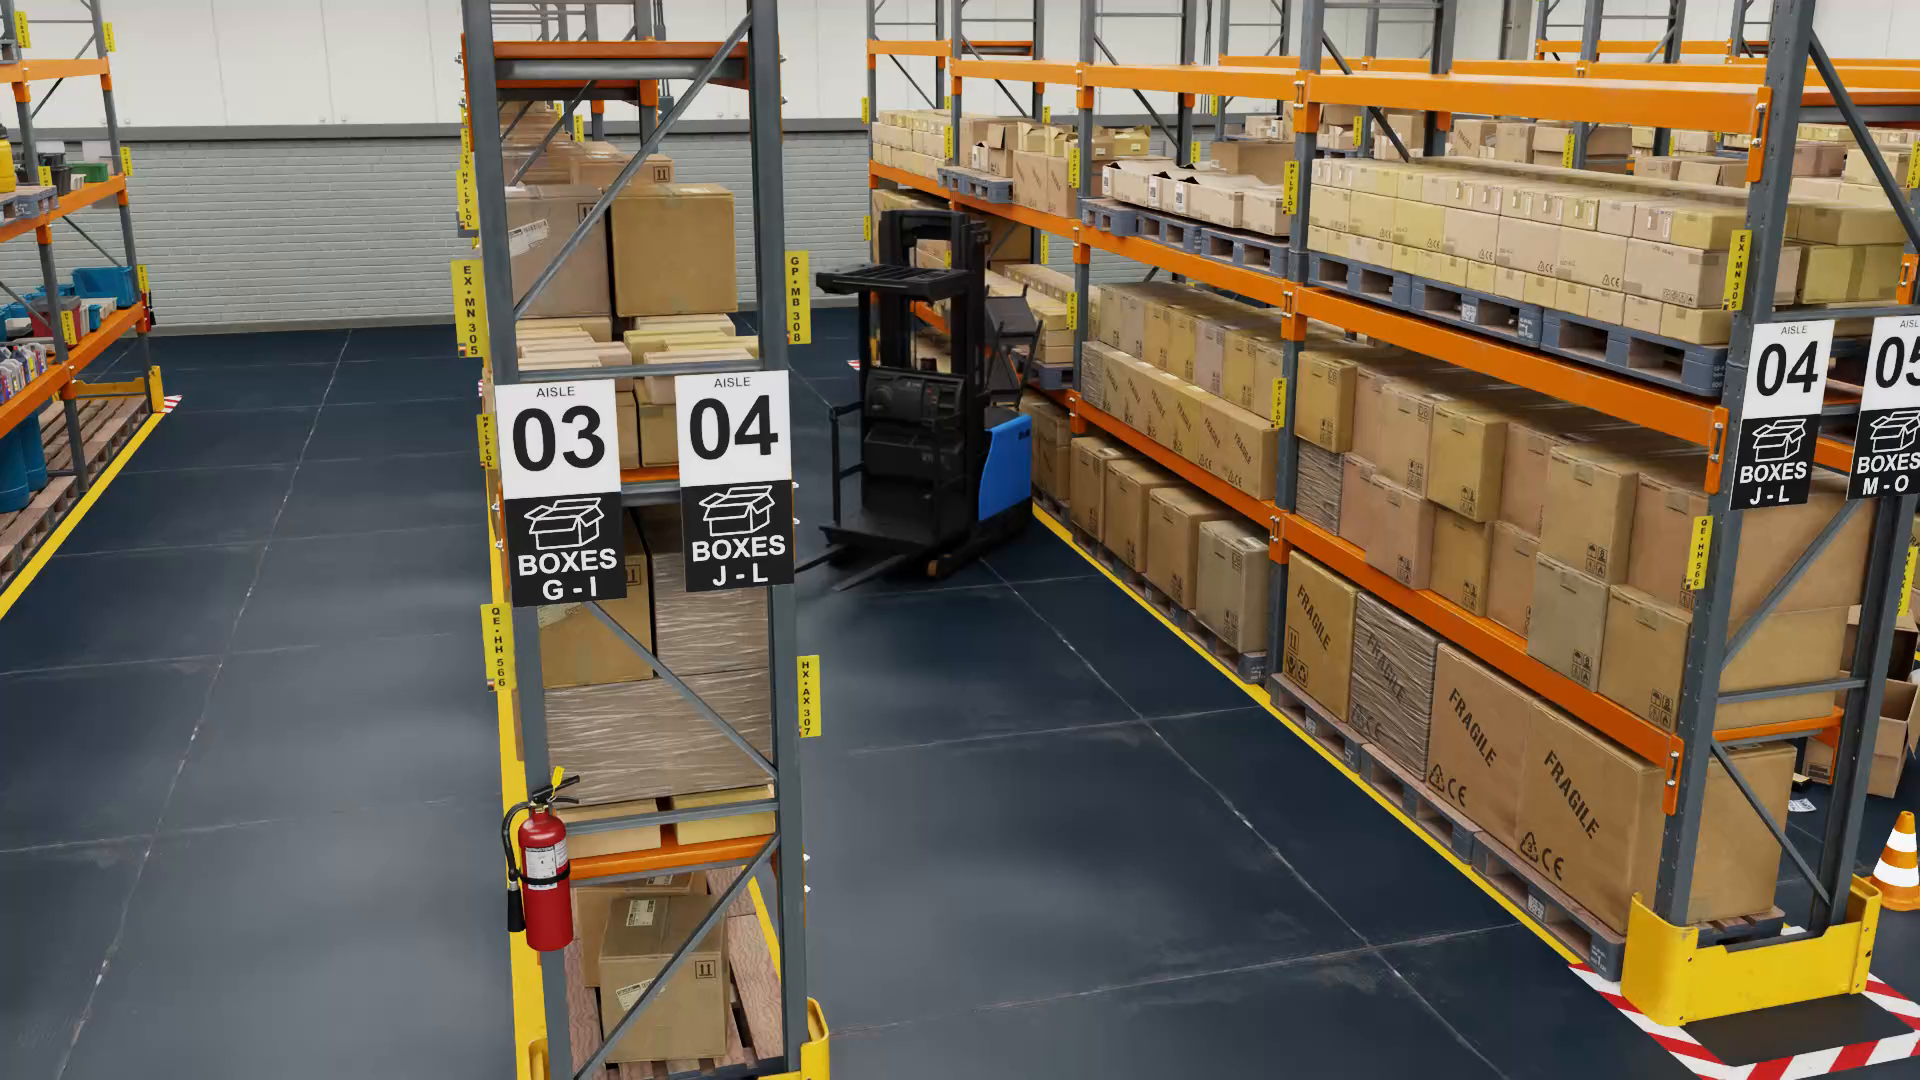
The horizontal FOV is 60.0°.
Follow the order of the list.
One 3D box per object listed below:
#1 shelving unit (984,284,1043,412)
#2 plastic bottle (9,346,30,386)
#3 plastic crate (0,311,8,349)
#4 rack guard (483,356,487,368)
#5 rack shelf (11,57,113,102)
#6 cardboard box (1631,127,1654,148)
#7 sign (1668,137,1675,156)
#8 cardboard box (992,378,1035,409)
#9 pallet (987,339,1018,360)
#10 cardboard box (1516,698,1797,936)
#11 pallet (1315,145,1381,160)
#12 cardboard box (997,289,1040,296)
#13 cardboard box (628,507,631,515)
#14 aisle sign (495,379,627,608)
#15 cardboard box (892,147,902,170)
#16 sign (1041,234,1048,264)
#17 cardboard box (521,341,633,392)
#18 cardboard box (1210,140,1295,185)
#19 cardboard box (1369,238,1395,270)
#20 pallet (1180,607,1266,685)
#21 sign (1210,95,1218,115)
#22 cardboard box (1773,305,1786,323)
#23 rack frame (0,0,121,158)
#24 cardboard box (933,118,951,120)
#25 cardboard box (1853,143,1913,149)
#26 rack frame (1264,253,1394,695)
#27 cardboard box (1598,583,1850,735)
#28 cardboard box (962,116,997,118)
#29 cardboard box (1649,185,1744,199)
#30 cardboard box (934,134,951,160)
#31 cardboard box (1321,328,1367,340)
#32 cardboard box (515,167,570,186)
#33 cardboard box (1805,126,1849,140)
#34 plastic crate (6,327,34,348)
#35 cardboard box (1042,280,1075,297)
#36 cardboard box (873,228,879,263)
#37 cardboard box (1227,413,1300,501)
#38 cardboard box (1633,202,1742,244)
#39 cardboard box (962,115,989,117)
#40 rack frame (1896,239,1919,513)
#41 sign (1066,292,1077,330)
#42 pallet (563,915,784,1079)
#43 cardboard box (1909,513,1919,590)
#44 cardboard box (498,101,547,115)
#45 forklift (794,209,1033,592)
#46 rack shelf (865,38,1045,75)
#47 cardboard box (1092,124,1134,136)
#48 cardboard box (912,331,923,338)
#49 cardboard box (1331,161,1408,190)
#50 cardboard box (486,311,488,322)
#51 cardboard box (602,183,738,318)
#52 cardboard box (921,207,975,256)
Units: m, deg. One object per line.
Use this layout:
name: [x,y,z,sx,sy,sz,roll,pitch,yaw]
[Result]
shelving unit: [0.297,-1.417,15.586,0.431,2.100,0.503,-4,49,-17]
plastic bottle: [-8.541,-1.576,15.071,0.144,0.351,0.185,-5,17,-15]
plastic crate: [-9.615,-2.002,16.328,0.392,0.384,0.575,-5,17,-15]
rack guard: [-5.502,-2.187,21.363,1.175,0.500,0.348,-5,17,-15]
rack shelf: [-9.708,-4.769,17.134,1.077,0.370,4.000,-5,17,-15]
cardboard box: [9.247,-5.354,22.092,0.500,0.250,0.500,-4,17,-14]
sign: [6.753,-3.674,15.858,0.100,0.325,0.005,-5,17,-15]
cardboard box: [0.634,-1.484,16.991,0.500,0.250,0.500,-4,17,-13]
pallet: [0.916,-1.981,16.666,1.003,0.211,1.213,-5,17,-15]
cardboard box: [3.448,1.318,8.312,0.875,0.875,0.875,-5,17,-15]
pallet: [4.917,-4.675,20.243,1.003,0.211,1.213,-5,17,-15]
cardboard box: [0.571,-2.351,16.239,0.380,0.149,0.250,-4,17,-13]
cardboard box: [-1.257,-0.071,7.547,0.500,0.500,0.500,-5,17,-15]
aisle sign: [-1.370,-0.156,5.737,0.394,0.787,0.004,-5,17,-15]
cardboard box: [-0.527,-4.674,20.346,0.500,0.250,0.500,-5,18,-17]
sign: [0.933,-3.234,18.493,0.100,0.325,0.005,-5,17,-15]
cardboard box: [-1.434,-0.641,6.224,0.380,0.149,0.250,-5,18,-17]
cardboard box: [2.246,-2.803,12.779,0.500,0.500,0.500,-5,17,-15]
cardboard box: [2.581,-1.650,9.550,0.380,0.149,0.250,-5,17,-16]
pallet: [2.314,0.706,12.235,1.003,0.211,1.213,-5,17,-15]
sign: [3.497,-6.012,22.880,0.100,0.325,0.005,-5,17,-15]
cardboard box: [3.841,-1.072,7.624,0.380,0.149,0.250,-5,17,-15]
rack frame: [-10.258,-5.859,18.814,1.000,3.000,0.127,-5,17,-15]
cardboard box: [-0.097,-4.714,18.914,0.380,0.149,0.250,-4,17,-13]
cardboard box: [7.409,-2.977,13.097,0.500,0.250,0.500,-5,17,-16]
rack frame: [2.599,-0.422,11.143,1.000,3.000,0.127,-5,17,-15]
cardboard box: [3.553,0.513,7.768,0.875,0.550,0.550,-5,17,-15]
cardboard box: [0.238,-4.897,19.525,0.380,0.149,0.250,-4,17,-12]
cardboard box: [3.634,-1.662,8.202,0.380,0.149,0.250,-5,17,-16]
cardboard box: [0.029,-4.347,18.386,0.500,0.250,0.500,-6,18,-18]
cardboard box: [4.816,-2.458,21.645,0.875,0.438,0.875,-5,17,-17]
cardboard box: [-2.492,-2.143,10.750,0.797,0.503,0.637,-4,17,-13]
cardboard box: [9.984,-4.687,19.144,0.380,0.149,0.250,-5,17,-15]
plastic crate: [-9.725,-2.065,16.985,0.437,0.125,0.590,-5,17,-15]
cardboard box: [1.056,-2.545,16.881,0.380,0.149,0.250,-6,18,-18]
cardboard box: [-0.841,-3.786,21.650,0.500,0.500,0.500,-4,17,-13]
cardboard box: [2.198,-0.593,11.539,0.500,0.500,0.500,-5,17,-16]
cardboard box: [3.212,-1.398,7.326,0.380,0.149,0.250,-5,17,-15]
cardboard box: [0.154,-4.968,19.763,0.380,0.149,0.250,-5,17,-17]
rack frame: [7.330,-0.841,12.539,1.000,3.000,0.127,-5,17,-15]
sign: [0.980,-2.000,14.520,0.100,0.325,0.005,-5,17,-15]
pallet: [-1.309,2.135,7.476,1.003,0.211,1.213,-5,17,-15]
cardboard box: [7.233,0.100,12.152,0.500,0.500,0.500,-4,17,-13]
cardboard box: [-4.649,-4.624,17.537,0.500,0.250,0.500,-6,18,-19]
forklift: [-0.494,-1.223,13.928,1.130,2.935,3.031,9,19,28]
rack shelf: [-0.149,-5.715,19.593,1.077,0.370,4.000,-5,17,-15]
cardboard box: [1.404,-3.723,15.415,0.396,0.266,0.258,-5,17,-15]
cardboard box: [-0.690,-2.624,21.663,0.380,0.149,0.250,-4,17,-14]
cardboard box: [2.443,-2.171,9.899,0.380,0.149,0.250,-5,17,-16]
cardboard box: [-2.044,-0.994,8.093,0.500,0.250,0.500,-5,18,-17]
cardboard box: [-1.247,-1.250,7.125,0.500,0.500,0.500,-5,17,-15]
cardboard box: [-0.136,-3.555,19.145,0.500,0.500,0.500,-5,18,-17]
